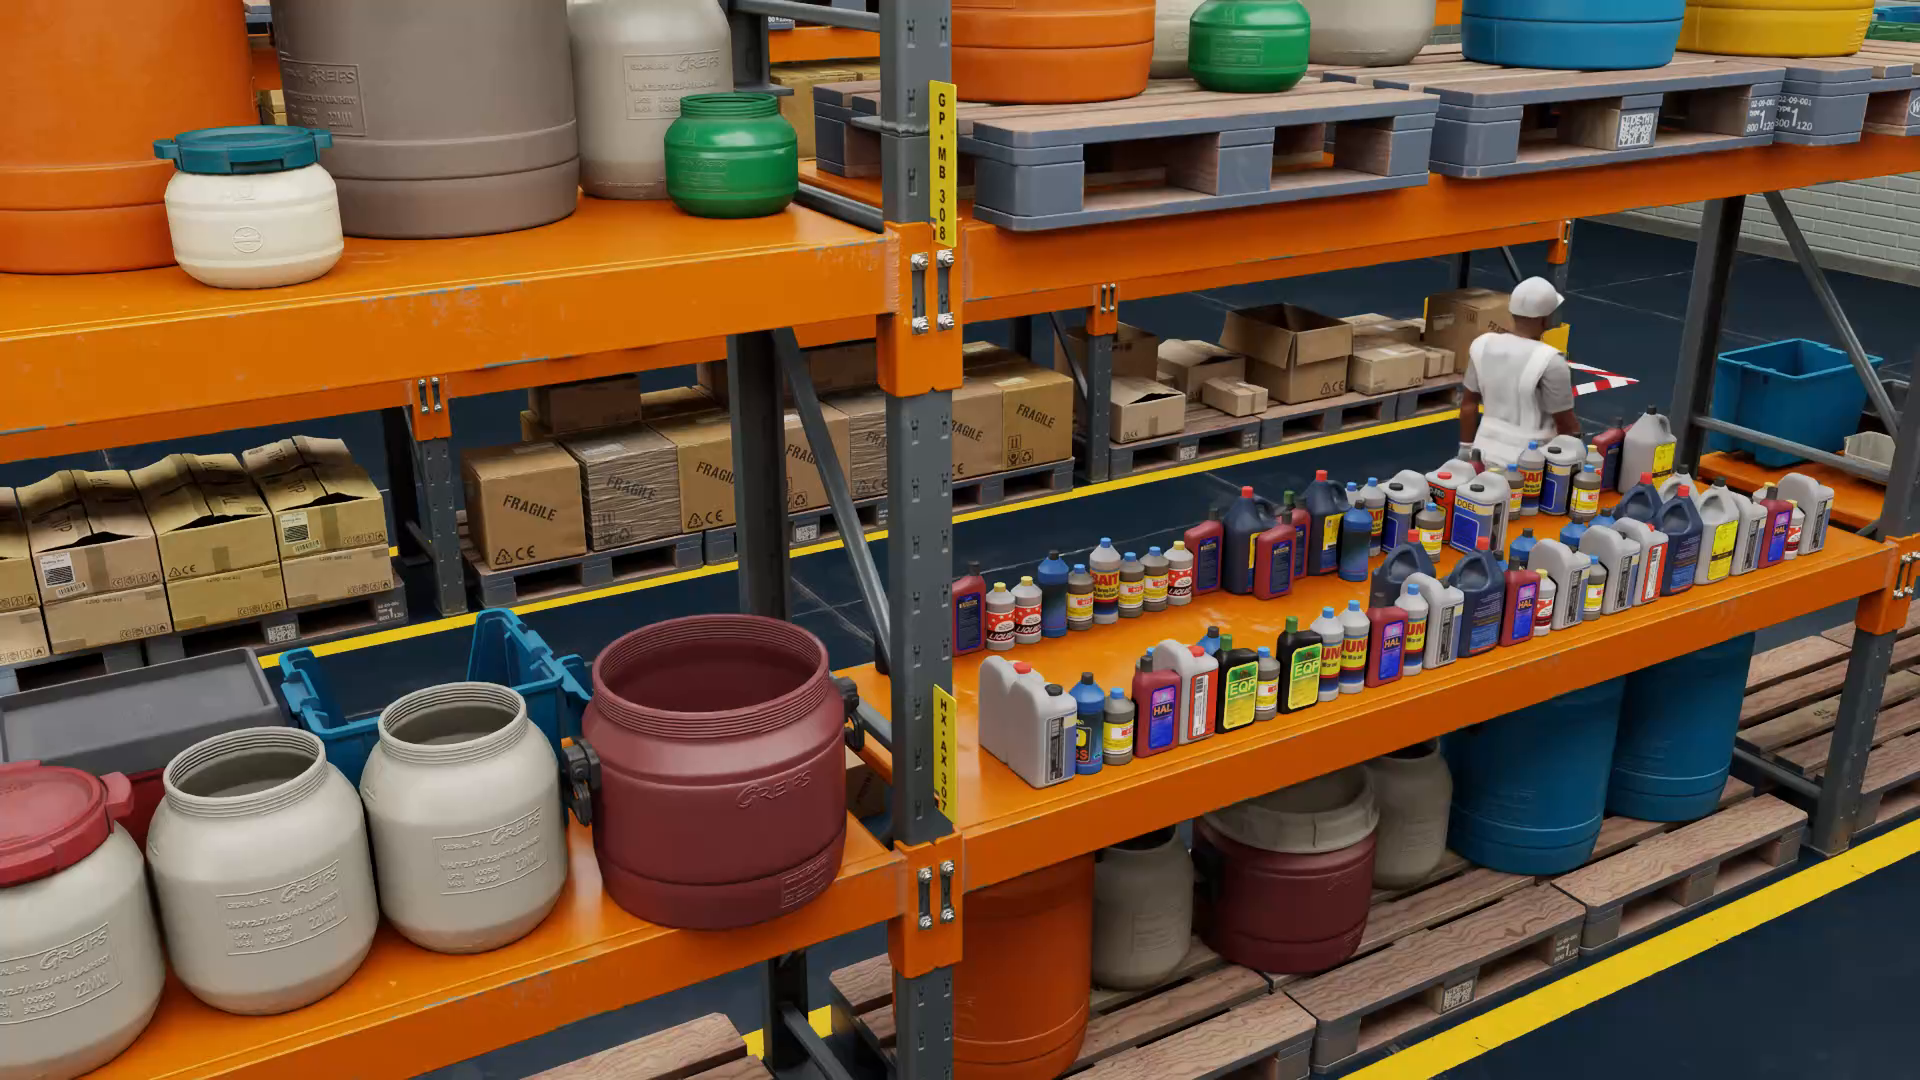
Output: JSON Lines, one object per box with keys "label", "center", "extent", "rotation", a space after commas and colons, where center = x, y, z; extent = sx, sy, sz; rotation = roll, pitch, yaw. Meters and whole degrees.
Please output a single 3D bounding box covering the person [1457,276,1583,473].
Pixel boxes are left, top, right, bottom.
{"label": "person", "center": [2.793, -0.407, 8.074], "extent": [0.821, 1.785, 0.560], "rotation": [-11, 24, -25]}
